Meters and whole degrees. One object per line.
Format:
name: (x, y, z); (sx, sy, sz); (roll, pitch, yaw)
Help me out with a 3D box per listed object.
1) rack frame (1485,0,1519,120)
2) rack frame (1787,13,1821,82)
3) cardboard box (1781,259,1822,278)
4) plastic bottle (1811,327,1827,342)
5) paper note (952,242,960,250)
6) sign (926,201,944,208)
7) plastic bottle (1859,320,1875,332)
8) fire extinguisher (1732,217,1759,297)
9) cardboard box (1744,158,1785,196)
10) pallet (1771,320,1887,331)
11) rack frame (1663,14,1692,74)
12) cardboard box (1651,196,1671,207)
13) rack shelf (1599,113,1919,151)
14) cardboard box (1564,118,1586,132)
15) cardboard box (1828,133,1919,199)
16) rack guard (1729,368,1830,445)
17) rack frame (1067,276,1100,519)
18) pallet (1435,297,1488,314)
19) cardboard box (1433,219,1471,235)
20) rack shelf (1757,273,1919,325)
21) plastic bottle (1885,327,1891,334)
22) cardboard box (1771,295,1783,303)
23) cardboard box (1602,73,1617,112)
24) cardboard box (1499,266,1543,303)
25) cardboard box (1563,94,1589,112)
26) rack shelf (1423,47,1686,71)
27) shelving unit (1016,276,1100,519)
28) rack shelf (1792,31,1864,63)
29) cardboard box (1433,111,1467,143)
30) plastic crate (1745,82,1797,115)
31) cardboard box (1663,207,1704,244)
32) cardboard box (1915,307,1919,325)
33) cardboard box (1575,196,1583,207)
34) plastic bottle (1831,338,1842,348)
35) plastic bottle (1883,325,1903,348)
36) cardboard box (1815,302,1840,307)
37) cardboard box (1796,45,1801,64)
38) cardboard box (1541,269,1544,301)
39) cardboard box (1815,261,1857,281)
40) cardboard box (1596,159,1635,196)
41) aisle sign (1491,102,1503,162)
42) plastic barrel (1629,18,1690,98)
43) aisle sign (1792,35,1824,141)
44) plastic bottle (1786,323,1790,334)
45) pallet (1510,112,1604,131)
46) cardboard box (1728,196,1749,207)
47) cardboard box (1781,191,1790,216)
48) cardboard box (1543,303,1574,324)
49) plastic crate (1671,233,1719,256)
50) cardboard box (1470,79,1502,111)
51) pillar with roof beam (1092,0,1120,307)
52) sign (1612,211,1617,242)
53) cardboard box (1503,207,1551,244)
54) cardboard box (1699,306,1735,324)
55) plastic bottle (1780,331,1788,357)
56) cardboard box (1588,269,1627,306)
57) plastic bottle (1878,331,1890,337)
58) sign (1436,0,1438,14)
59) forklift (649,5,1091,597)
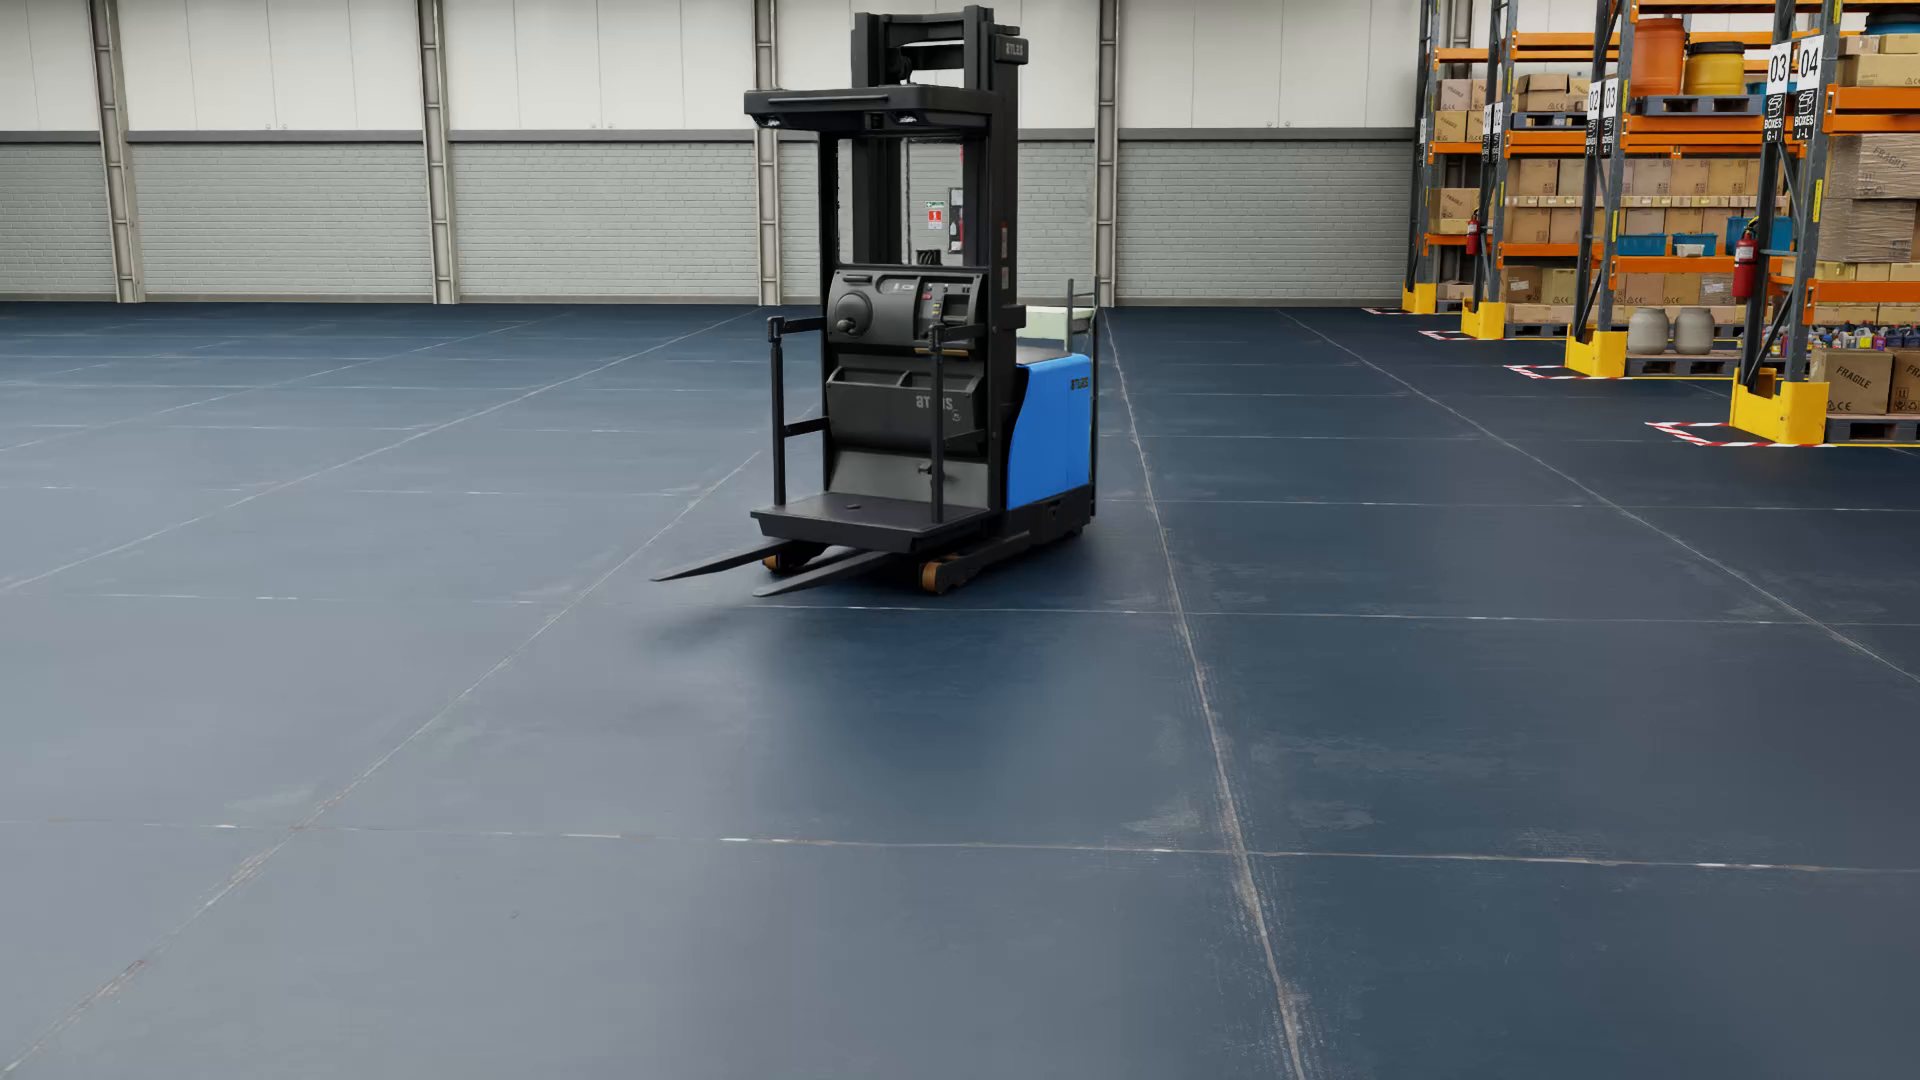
rack frame: (7.462, -7.322, 22.791); (0.127, 3.000, 1.000); (1, 12, 4)
rack frame: (11.453, -7.267, 22.530); (0.127, 3.000, 1.000); (1, 12, 4)
cardboard box: (7.095, -2.277, 13.940); (0.250, 0.149, 0.380); (1, 12, 4)
plastic bottle: (9.744, -2.274, 18.892); (0.135, 0.276, 0.152); (1, 12, 4)
paper note: (-0.076, -5.273, 29.803); (0.142, 0.148, 0.016); (1, 12, 4)
sign: (-0.445, -5.992, 29.704); (0.331, 0.109, 0.001); (1, 12, 4)
plastic bottle: (10.341, -2.333, 18.991); (0.185, 0.351, 0.144); (1, 12, 5)
fire extinguisher: (6.713, -2.419, 14.197); (0.183, 0.674, 0.296); (1, 12, 4)
cardboard box: (11.010, -5.019, 23.024); (0.500, 0.500, 0.700); (1, 12, 4)
pallet: (12.191, -2.963, 23.419); (1.213, 0.211, 1.003); (1, 12, 4)
rack frame: (11.781, -8.279, 27.368); (0.127, 3.000, 1.000); (1, 12, 4)
cardboard box: (9.636, -4.678, 22.975); (0.250, 0.149, 0.380); (1, 12, 6)
rack shelf: (9.123, -4.462, 18.204); (4.000, 0.370, 1.077); (1, 12, 4)
cardboard box: (10.201, -6.835, 27.499); (0.500, 0.500, 0.500); (0, 12, 2)
cardboard box: (7.327, -2.982, 13.286); (0.500, 0.500, 0.500); (1, 12, 4)
rack guard: (6.873, -1.137, 13.982); (0.348, 0.500, 1.175); (1, 12, 4)
rack frame: (0.746, -0.845, 10.146); (0.023, 1.500, 0.400); (7, 14, 30)
pallet: (8.674, -4.013, 28.437); (1.213, 0.211, 1.003); (1, 12, 4)
cardboard box: (8.255, -5.262, 27.915); (0.500, 0.250, 0.500); (0, 12, 2)
rack shelf: (8.792, -1.982, 13.674); (4.000, 0.370, 1.077); (1, 12, 4)
plastic bottle: (10.499, -2.275, 18.879); (0.133, 0.283, 0.061); (1, 12, 4)
cardboard box: (11.877, -3.518, 23.579); (0.500, 0.311, 0.500); (1, 12, 4)
cardboard box: (9.101, -6.098, 22.655); (0.500, 0.500, 0.500); (1, 12, 4)
cardboard box: (8.017, -3.665, 23.823); (0.500, 0.500, 0.500); (1, 12, 4)
cardboard box: (8.629, -6.092, 23.239); (0.500, 0.250, 0.500); (1, 12, 4)
rack shelf: (9.785, -7.953, 27.573); (4.000, 0.370, 1.077); (1, 12, 4)
shelving unit: (0.432, -0.884, 10.329); (0.755, 1.500, 0.431); (7, 14, 30)
rack shelf: (13.449, -6.692, 22.513); (4.000, 0.370, 1.077); (1, 12, 4)
cardboard box: (8.107, -6.869, 27.658); (0.500, 0.500, 0.500); (1, 12, 5)
plastic crate: (9.050, -4.869, 18.432); (0.575, 0.384, 0.392); (1, 12, 4)
cardboard box: (9.983, -4.398, 23.221); (0.500, 0.500, 0.700); (1, 12, 5)
cardboard box: (13.374, -3.113, 23.014); (0.500, 0.250, 0.500); (1, 12, 5)
cardboard box: (8.604, -4.692, 23.042); (0.250, 0.149, 0.380); (1, 12, 3)
plastic bottle: (9.662, -2.120, 18.338); (0.097, 0.201, 0.097); (0, 12, 0)
plastic bottle: (10.265, -2.190, 18.306); (0.185, 0.351, 0.144); (0, 12, 1)
cardboard box: (11.849, -3.408, 23.055); (0.500, 0.311, 0.500); (1, 12, 4)
cardboard box: (7.095, -4.011, 13.685); (0.250, 0.149, 0.380); (1, 12, 4)
cardboard box: (9.772, -4.333, 28.187); (0.500, 0.500, 0.700); (0, 12, 0)
cardboard box: (7.065, -2.186, 13.505); (0.250, 0.149, 0.380); (1, 12, 4)
cardboard box: (9.008, -5.047, 23.155); (0.500, 0.500, 0.700); (1, 12, 4)
aisle sign: (7.376, -5.596, 22.845); (0.004, 0.787, 0.394); (1, 12, 4)
plastic barrel: (7.621, -5.277, 18.266); (0.708, 0.830, 0.600); (1, 12, 4)
aisle sign: (6.715, -3.573, 13.176); (0.004, 0.787, 0.394); (1, 12, 4)
plastic bottle: (9.543, -2.344, 19.043); (0.185, 0.351, 0.144); (1, 12, 6)
pallet: (8.166, -5.795, 23.036); (1.213, 0.211, 1.003); (1, 12, 4)
cardboard box: (10.660, -4.664, 22.909); (0.250, 0.149, 0.380); (0, 12, 2)
cardboard box: (13.502, -5.581, 27.804); (0.500, 0.500, 0.700); (2, 12, 12)
cardboard box: (8.482, -3.186, 23.363); (0.500, 0.250, 0.500); (1, 12, 4)
plastic crate: (8.295, -3.345, 18.795); (0.408, 0.251, 0.499); (1, 12, 4)
cardboard box: (8.655, -7.341, 27.477); (0.500, 0.500, 0.500); (1, 12, 3)
pillar with roof beam: (2.272, -7.703, 24.617); (0.400, 9.000, 9.100); (1, 12, 4)
sign: (7.087, -3.396, 18.003); (0.005, 0.325, 0.100); (1, 12, 4)
cardboard box: (7.927, -4.425, 23.352); (0.500, 0.500, 0.700); (1, 12, 4)
cardboard box: (10.478, -3.161, 23.242); (0.500, 0.250, 0.500); (1, 12, 4)
plastic bottle: (9.141, -2.164, 18.346); (0.133, 0.283, 0.061); (1, 12, 5)
cardboard box: (8.981, -3.548, 23.264); (0.500, 0.500, 0.500); (1, 12, 4)
plastic bottle: (10.250, -2.184, 18.460); (0.135, 0.276, 0.152); (1, 12, 4)
sign: (7.753, -8.719, 26.996); (0.005, 0.325, 0.100); (1, 12, 4)
forklift: (-0.405, -1.267, 8.664); (1.130, 2.935, 3.031); (7, 14, 30)
